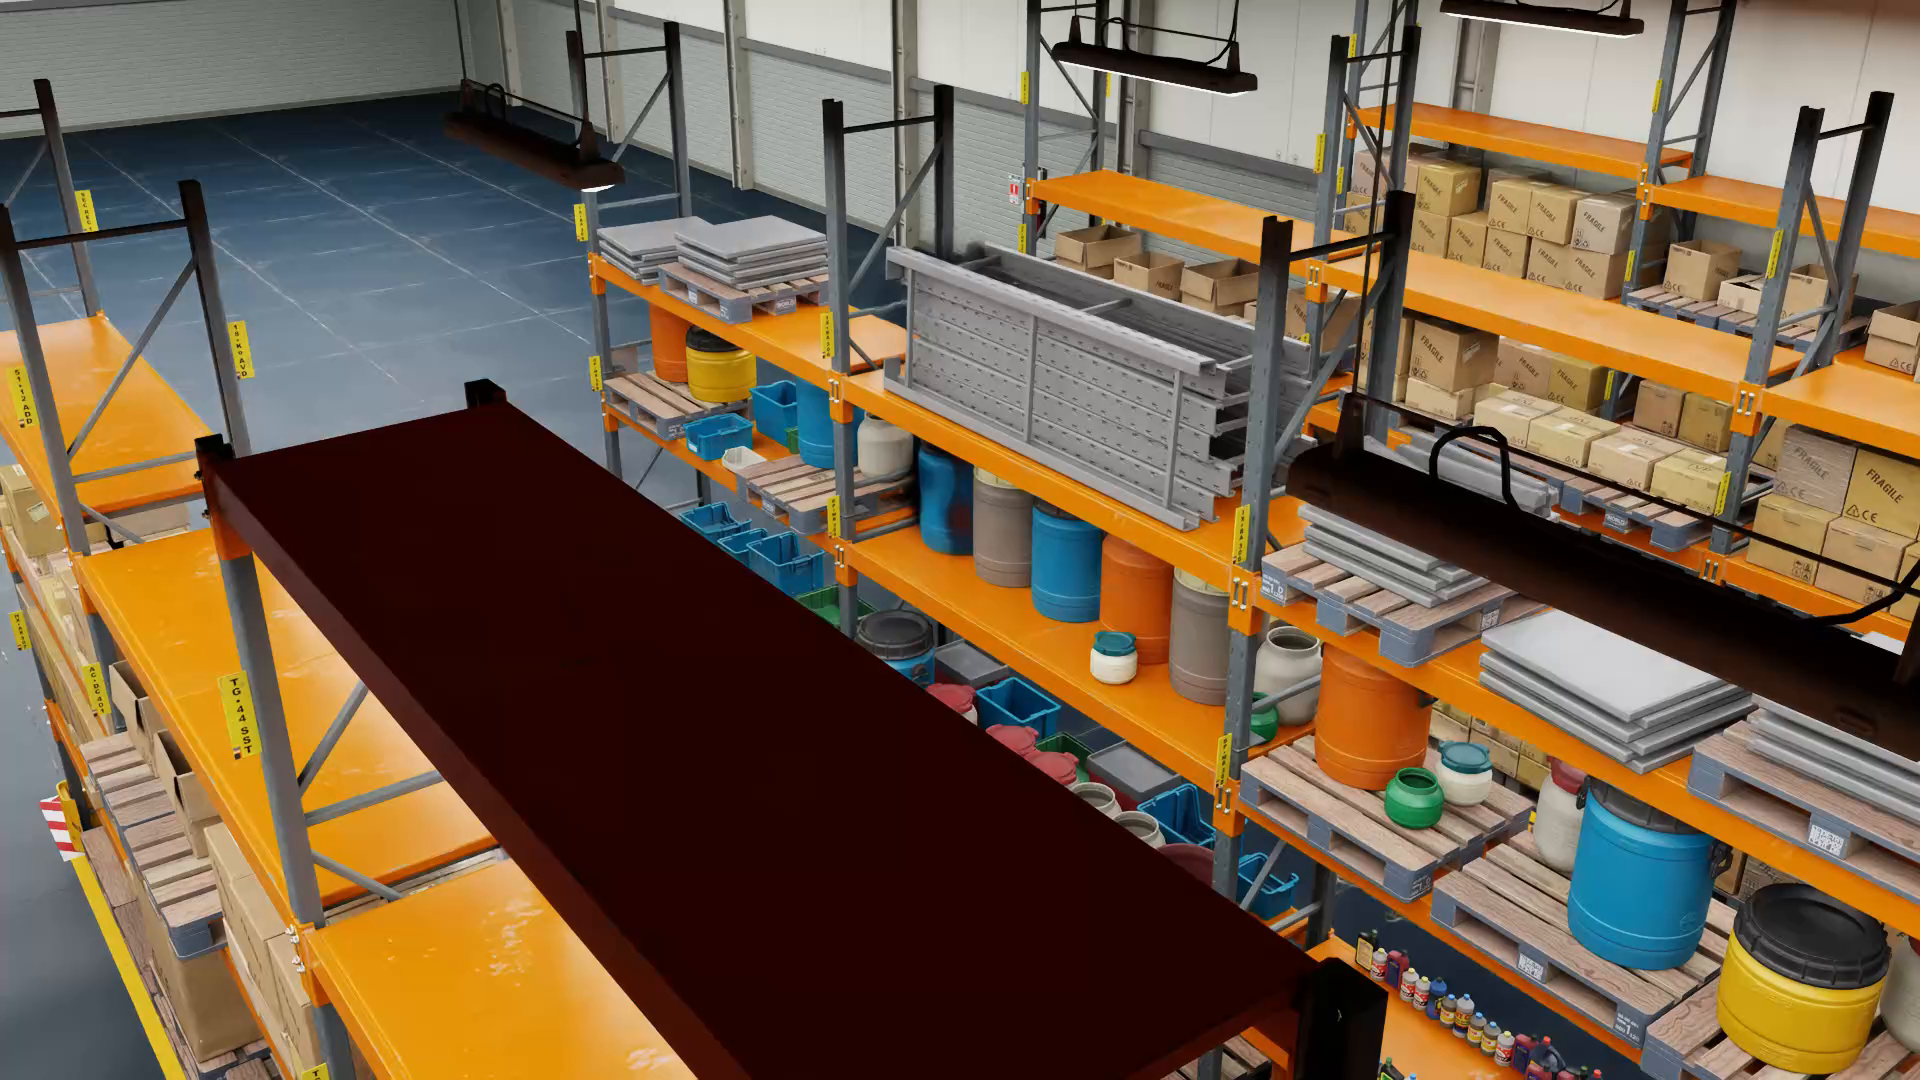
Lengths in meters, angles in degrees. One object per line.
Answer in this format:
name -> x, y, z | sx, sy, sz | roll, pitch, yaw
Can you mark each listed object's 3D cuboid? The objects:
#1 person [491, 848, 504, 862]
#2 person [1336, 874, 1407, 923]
person -> -3.601, 1.923, 12.277 | 0.568, 1.632, 0.814 | -16, 29, -30
person -> 3.054, 1.986, 12.130 | 0.537, 1.610, 0.848 | -22, 33, -39
